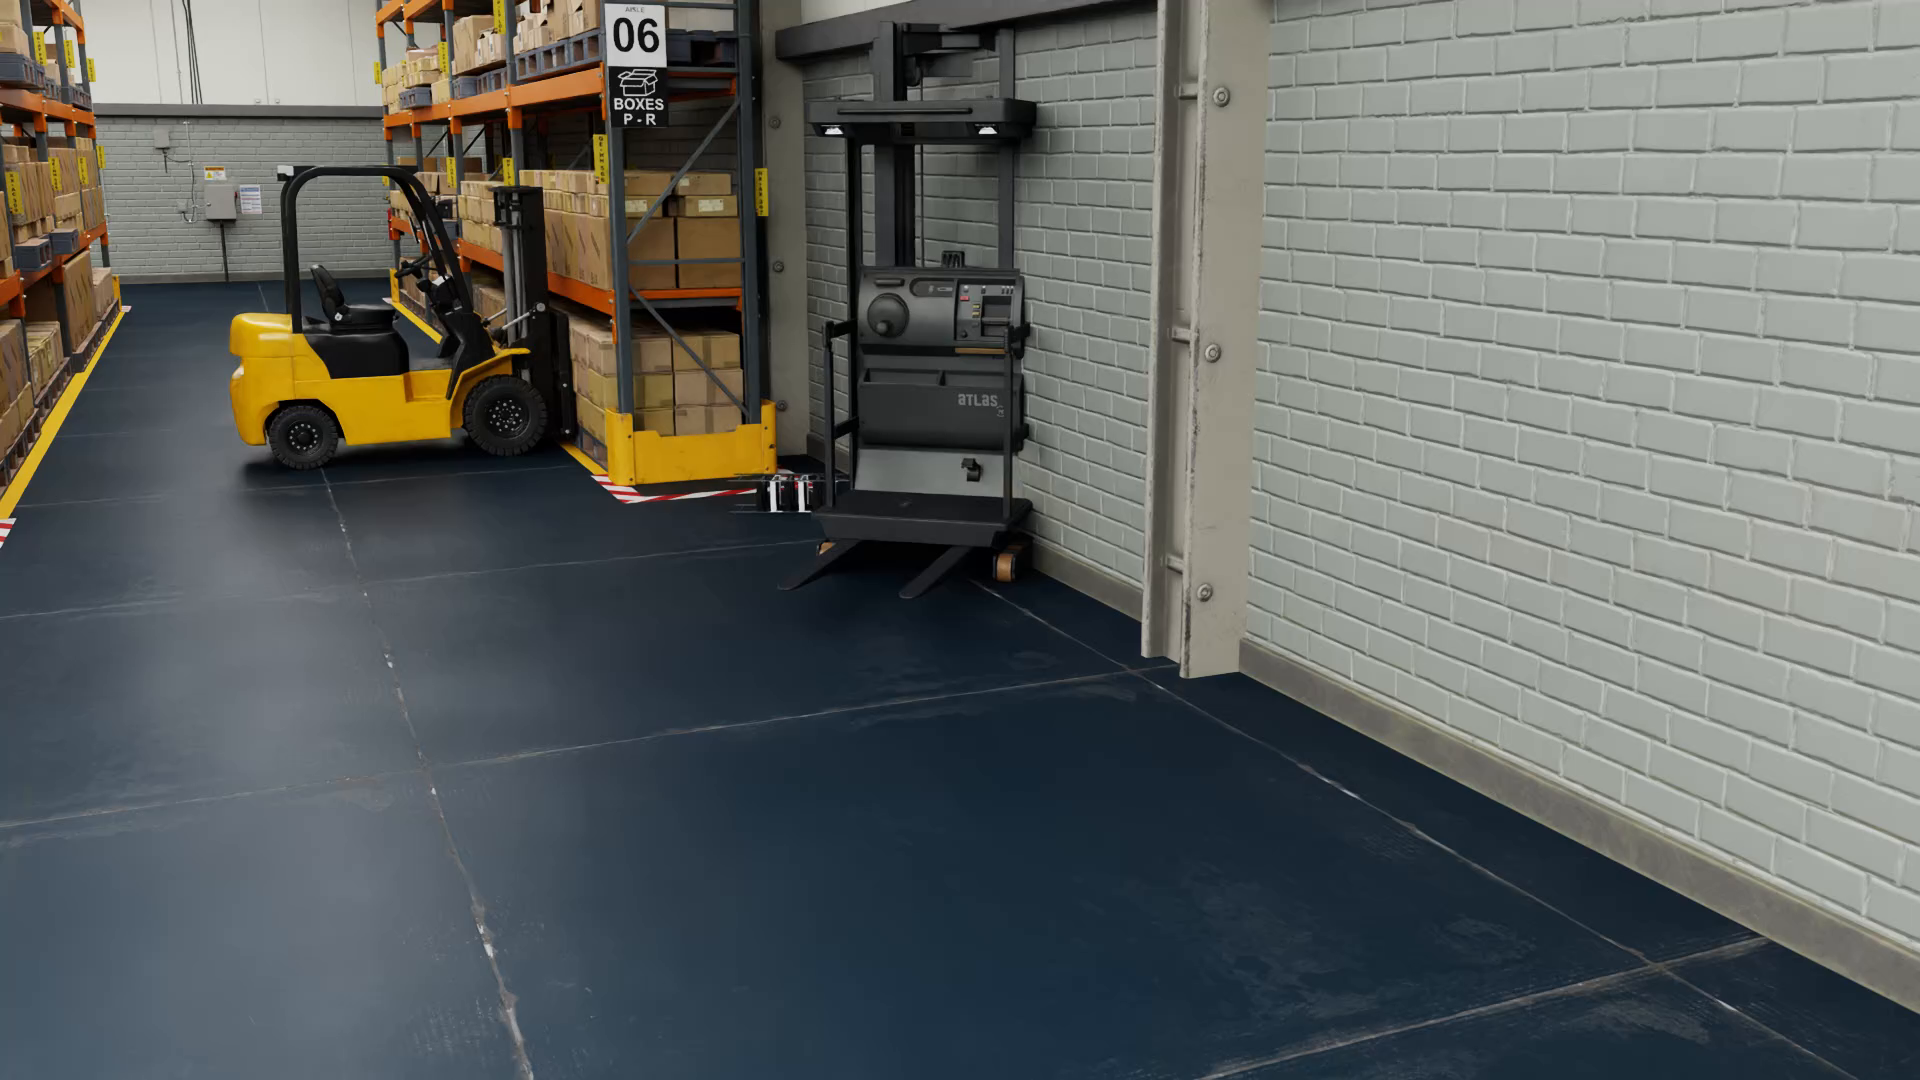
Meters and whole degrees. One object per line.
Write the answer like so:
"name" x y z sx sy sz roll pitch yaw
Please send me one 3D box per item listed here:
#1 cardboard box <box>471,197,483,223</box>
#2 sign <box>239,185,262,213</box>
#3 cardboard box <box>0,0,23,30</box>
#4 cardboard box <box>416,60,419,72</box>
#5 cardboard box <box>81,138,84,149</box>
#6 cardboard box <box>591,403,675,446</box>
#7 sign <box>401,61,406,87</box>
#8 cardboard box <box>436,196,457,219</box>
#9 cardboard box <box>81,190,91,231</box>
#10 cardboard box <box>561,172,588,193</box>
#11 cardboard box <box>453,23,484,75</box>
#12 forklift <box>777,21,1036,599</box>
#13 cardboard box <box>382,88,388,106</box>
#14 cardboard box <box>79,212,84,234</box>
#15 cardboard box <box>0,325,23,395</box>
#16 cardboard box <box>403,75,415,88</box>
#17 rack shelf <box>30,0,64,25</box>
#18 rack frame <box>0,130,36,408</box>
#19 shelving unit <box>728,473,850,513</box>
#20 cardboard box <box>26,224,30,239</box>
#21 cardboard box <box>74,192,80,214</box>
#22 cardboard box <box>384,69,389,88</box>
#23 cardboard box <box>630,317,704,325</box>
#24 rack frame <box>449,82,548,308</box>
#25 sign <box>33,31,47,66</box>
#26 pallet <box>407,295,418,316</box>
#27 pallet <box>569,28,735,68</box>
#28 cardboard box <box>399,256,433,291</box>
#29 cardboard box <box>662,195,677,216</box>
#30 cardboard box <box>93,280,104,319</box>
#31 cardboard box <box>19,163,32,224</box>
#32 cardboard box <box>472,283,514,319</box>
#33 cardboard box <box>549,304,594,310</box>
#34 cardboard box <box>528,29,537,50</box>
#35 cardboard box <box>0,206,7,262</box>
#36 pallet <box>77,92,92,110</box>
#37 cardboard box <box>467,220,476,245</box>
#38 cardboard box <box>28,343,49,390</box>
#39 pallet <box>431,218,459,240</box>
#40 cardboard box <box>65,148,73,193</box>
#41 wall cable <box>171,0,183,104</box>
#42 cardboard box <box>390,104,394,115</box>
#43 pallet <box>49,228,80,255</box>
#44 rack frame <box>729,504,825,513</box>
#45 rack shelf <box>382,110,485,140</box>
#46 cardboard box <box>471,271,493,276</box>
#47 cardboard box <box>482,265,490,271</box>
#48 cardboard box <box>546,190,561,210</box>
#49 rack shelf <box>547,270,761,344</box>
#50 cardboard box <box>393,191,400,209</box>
"cardboard box" -4.763 -3.421 17.222 0.500 0.250 0.500 -6 14 -24
"sign" -12.788 -6.145 29.978 0.329 0.494 0.001 -6 14 -23
"cardboard box" -8.129 -4.397 13.858 0.500 0.250 0.500 -6 14 -24
"cardboard box" -6.415 -5.780 20.282 0.380 0.149 0.250 -6 14 -23
"cardboard box" -11.740 -5.212 21.858 0.380 0.149 0.250 -6 14 -23
"cardboard box" -2.383 -0.858 12.092 0.500 0.250 0.500 -6 14 -23
"sign" -7.206 -6.067 21.630 0.100 0.325 0.005 -6 14 -23
"cardboard box" -5.829 -3.898 19.460 0.500 0.250 0.500 -6 14 -26
"cardboard box" -11.206 -4.124 20.815 0.500 0.500 0.500 -5 14 -21
"cardboard box" -2.845 -2.744 12.753 0.380 0.149 0.250 -5 14 -22
"cardboard box" -5.043 -5.169 17.525 0.500 0.500 0.500 -5 14 -22
"forklift" -0.159 -1.291 8.950 1.130 2.935 3.031 3 13 14
"cardboard box" -8.387 -6.647 24.958 0.500 0.250 0.500 -6 14 -24
"cardboard box" -10.848 -3.812 20.020 0.500 0.250 0.500 -6 14 -24
"cardboard box" -7.365 -1.329 12.465 0.500 0.500 0.500 -5 14 -22
"cardboard box" -6.885 -5.842 21.210 0.380 0.149 0.250 -5 14 -22
"rack shelf" -10.457 -5.919 17.969 1.077 0.370 4.000 -6 14 -23
"rack frame" -8.054 -2.302 13.164 1.000 3.000 0.127 -6 14 -23
"shelving unit" -1.022 -0.303 10.696 0.900 0.210 0.258 0 13 2
"cardboard box" -8.326 -2.688 14.457 0.380 0.149 0.250 -5 14 -22
"cardboard box" -10.652 -3.954 19.524 0.500 0.250 0.500 -5 14 -22
"cardboard box" -8.180 -6.786 24.449 0.500 0.250 0.500 -6 14 -23
"cardboard box" -2.318 -1.600 13.082 0.500 0.250 0.500 -6 14 -23
"rack frame" -5.110 -3.577 18.675 1.000 3.000 0.127 -6 14 -23
"sign" -9.158 -4.890 16.548 0.100 0.325 0.005 -6 14 -23
"pallet" -7.479 -3.440 24.264 1.003 0.211 1.213 -6 14 -23
"pallet" -2.164 -3.491 11.846 1.003 0.211 1.213 -6 14 -23
"cardboard box" -8.156 -4.084 25.467 0.797 0.503 0.637 -6 14 -25
"cardboard box" -1.960 -2.428 12.049 0.380 0.149 0.250 -6 14 -23
"cardboard box" -11.412 -3.051 21.149 0.875 0.438 0.875 -6 14 -24
"cardboard box" -8.180 -2.926 14.049 0.500 0.500 0.500 -6 14 -23
"cardboard box" -4.872 -2.495 18.333 0.875 0.625 0.625 -5 14 -21
"cardboard box" -3.405 -1.868 14.239 0.500 0.250 0.500 -6 14 -23
"cardboard box" -3.298 -4.064 13.530 0.380 0.149 0.250 -5 14 -21
"cardboard box" -7.435 -2.321 12.362 0.500 0.500 0.500 -5 14 -21
"pallet" -12.554 -6.047 22.889 1.003 0.211 1.213 -6 14 -23
"cardboard box" -4.959 -3.286 17.749 0.500 0.250 0.500 -6 14 -24
"cardboard box" -8.557 -1.483 14.520 0.950 0.372 0.625 -5 14 -19
"pallet" -5.445 -3.618 19.274 1.213 0.211 1.003 -6 14 -23
"cardboard box" -10.450 -4.208 18.961 0.500 0.500 0.500 -5 14 -21
"wall cable" -14.707 -8.921 28.458 2.355 3.000 0.029 -6 14 -23
"cardboard box" -8.066 -6.262 24.178 0.380 0.149 0.250 -6 14 -23
"pallet" -9.273 -2.897 16.161 1.213 0.211 1.003 -6 14 -23
"rack frame" -1.021 -0.204 10.719 0.900 0.006 0.240 0 13 2
"rack shelf" -7.513 -5.928 23.774 1.077 0.370 4.000 -6 14 -23
"cardboard box" -5.806 -3.130 19.915 0.380 0.149 0.250 -5 14 -21
"cardboard box" -5.897 -3.441 21.259 0.380 0.149 0.250 -5 14 -21
"cardboard box" -3.134 -2.759 13.479 0.380 0.149 0.250 -6 14 -25
"rack shelf" -2.706 -1.987 13.400 1.077 0.370 4.000 -6 14 -23
"cardboard box" -8.177 -5.080 24.839 0.500 0.250 0.500 -5 14 -22
